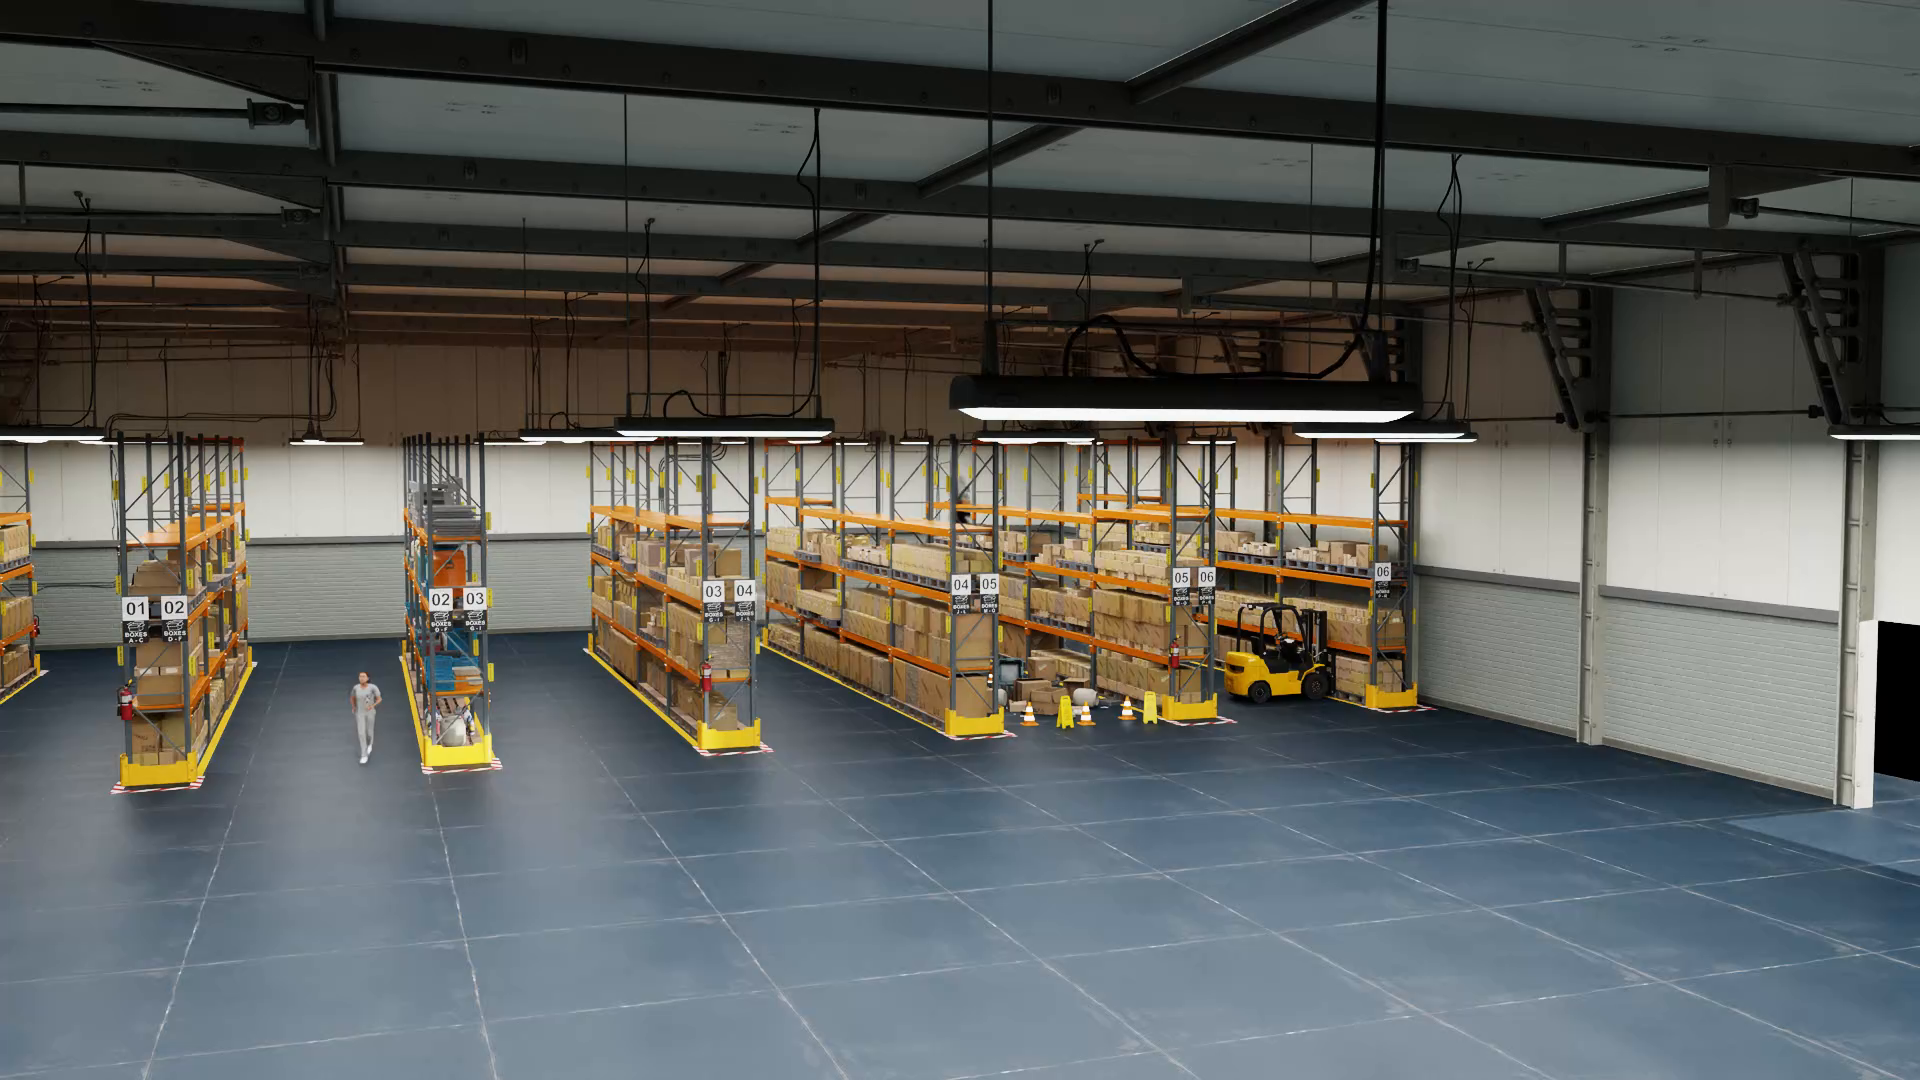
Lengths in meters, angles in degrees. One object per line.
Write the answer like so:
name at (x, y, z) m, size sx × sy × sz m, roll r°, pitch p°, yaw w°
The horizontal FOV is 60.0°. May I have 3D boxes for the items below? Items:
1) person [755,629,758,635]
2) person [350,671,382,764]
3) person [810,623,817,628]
person at (-6.282, 2.170, 49.238) m, size 0.867 × 1.769 × 0.782 m, roll -3°, pitch 4°, yaw -40°
person at (-10.888, 3.197, 30.481) m, size 0.567 × 1.641 × 0.811 m, roll -1°, pitch 3°, yaw -11°
person at (-4.199, 2.208, 49.298) m, size 0.630 × 1.566 × 0.612 m, roll 2°, pitch 4°, yaw 37°
